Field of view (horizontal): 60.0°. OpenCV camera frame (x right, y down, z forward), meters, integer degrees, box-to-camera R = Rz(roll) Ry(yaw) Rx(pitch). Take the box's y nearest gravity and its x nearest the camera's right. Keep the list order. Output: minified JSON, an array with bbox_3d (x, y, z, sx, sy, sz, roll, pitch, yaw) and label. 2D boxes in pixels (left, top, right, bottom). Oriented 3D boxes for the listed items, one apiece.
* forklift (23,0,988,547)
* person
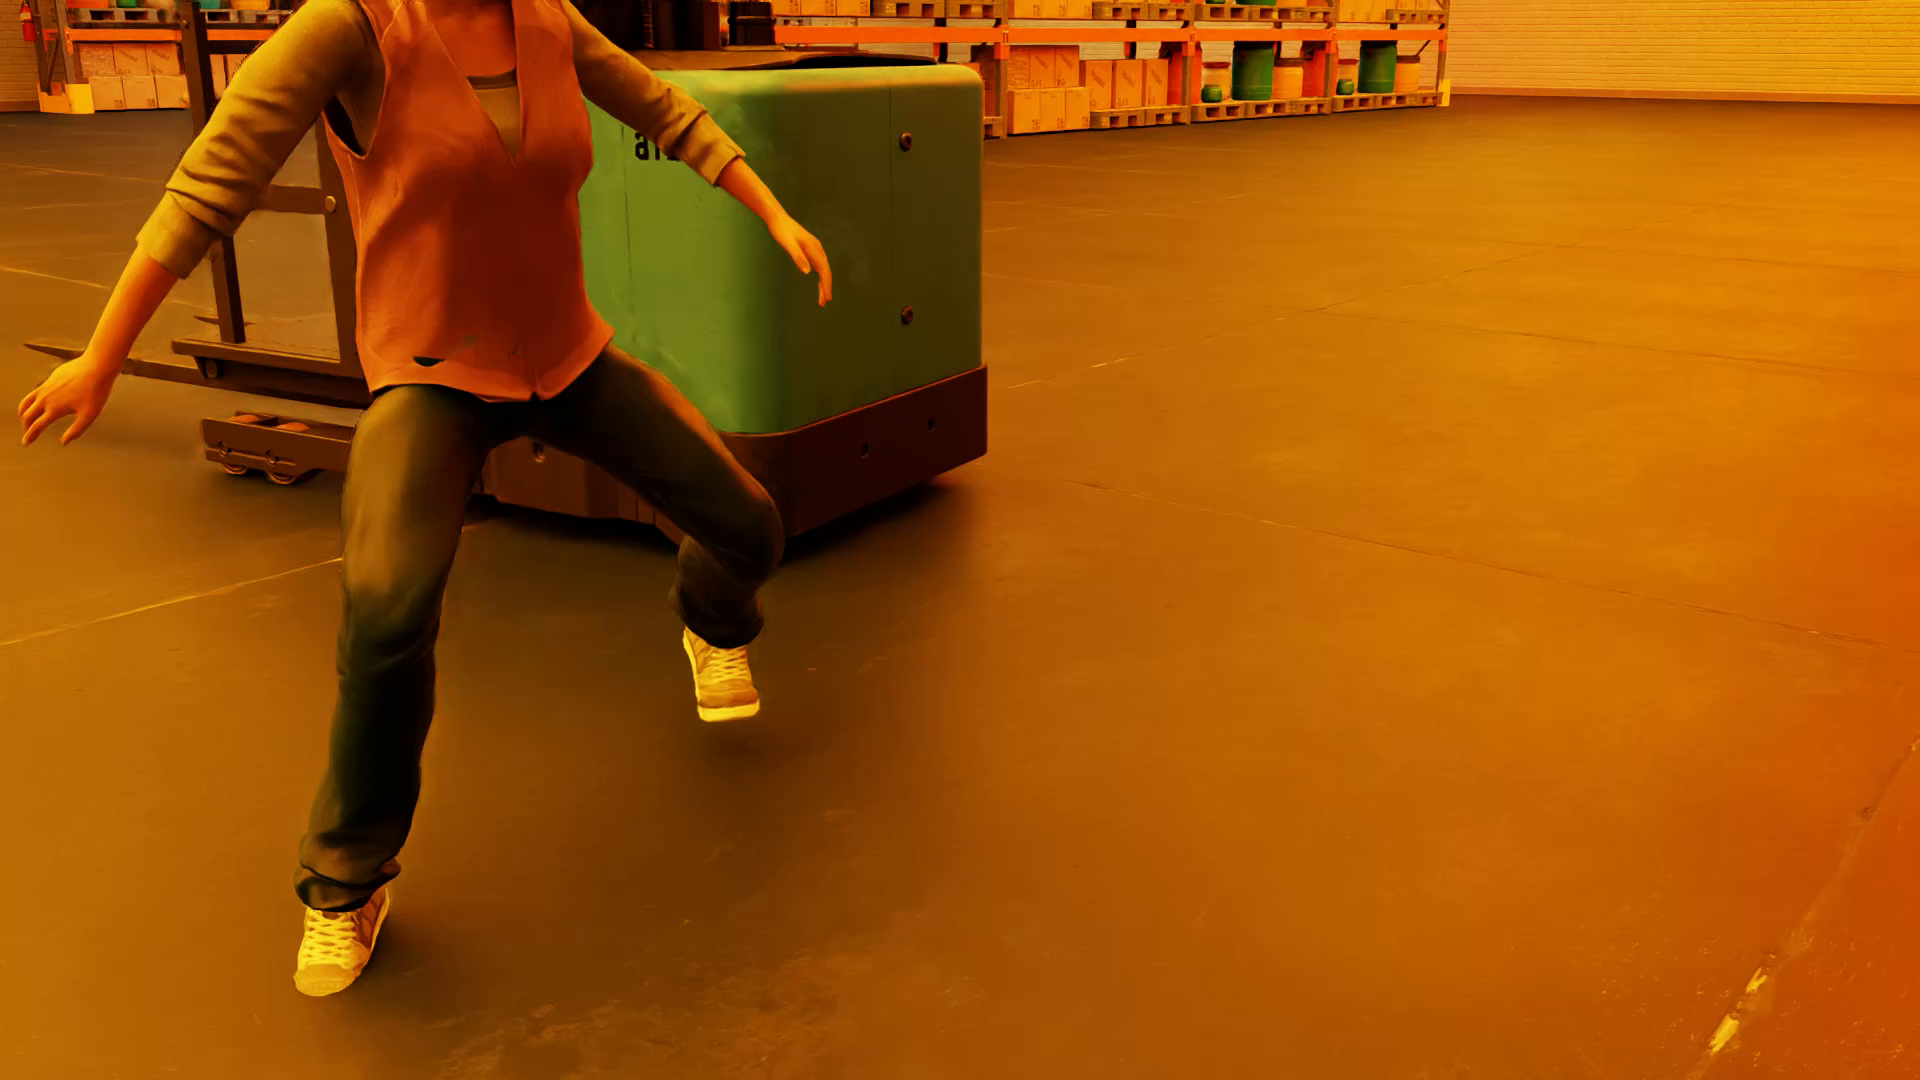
[{"bbox_3d":[-1.461,-1.671,4.400,3.031,2.935,1.130,10,19,29],"label":"forklift"},{"bbox_3d":[-0.651,-0.198,2.220,1.032,1.491,0.488,-14,22,-38],"label":"person"}]
